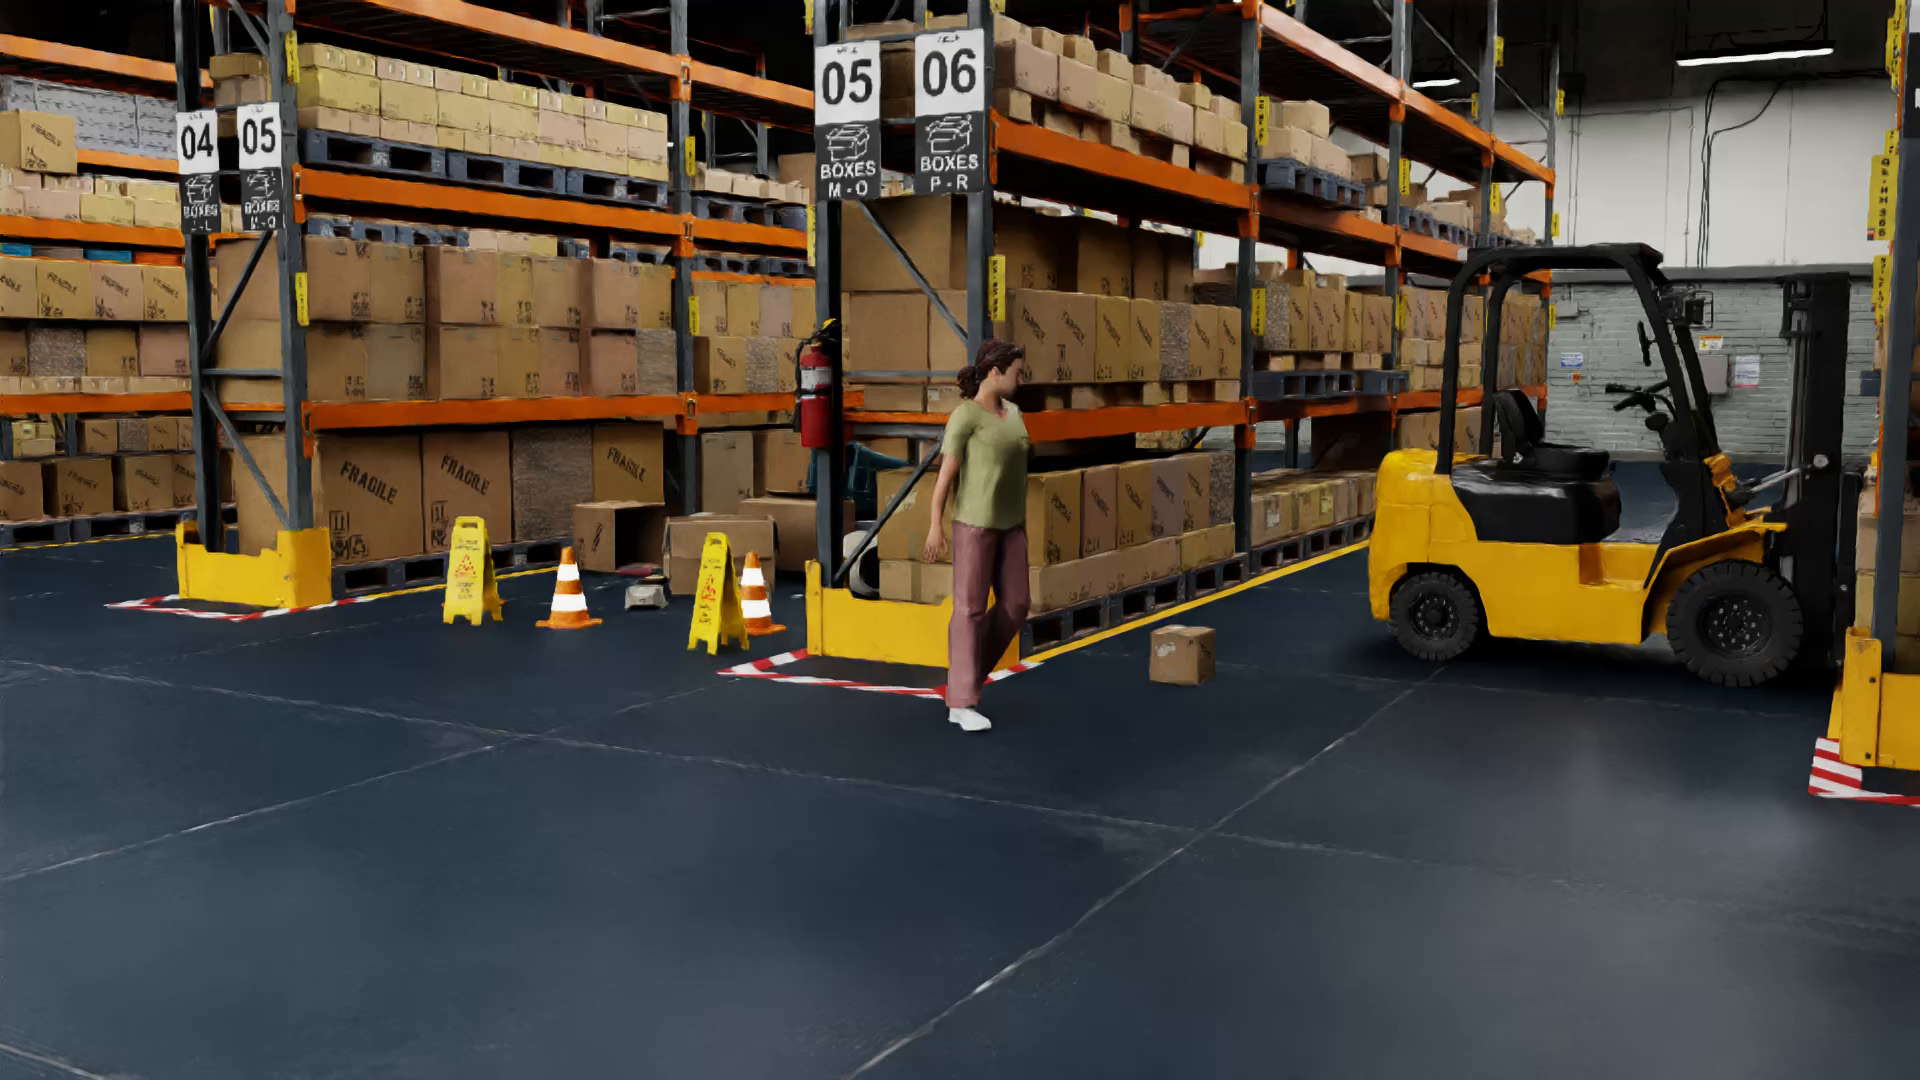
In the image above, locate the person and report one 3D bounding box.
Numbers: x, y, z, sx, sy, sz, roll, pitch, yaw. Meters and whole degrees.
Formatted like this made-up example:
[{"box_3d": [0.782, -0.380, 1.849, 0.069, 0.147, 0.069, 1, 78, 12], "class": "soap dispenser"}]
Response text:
[{"box_3d": [0.102, -0.046, 7.280, 0.535, 1.667, 0.525, -6, 8, -43], "class": "person"}]
